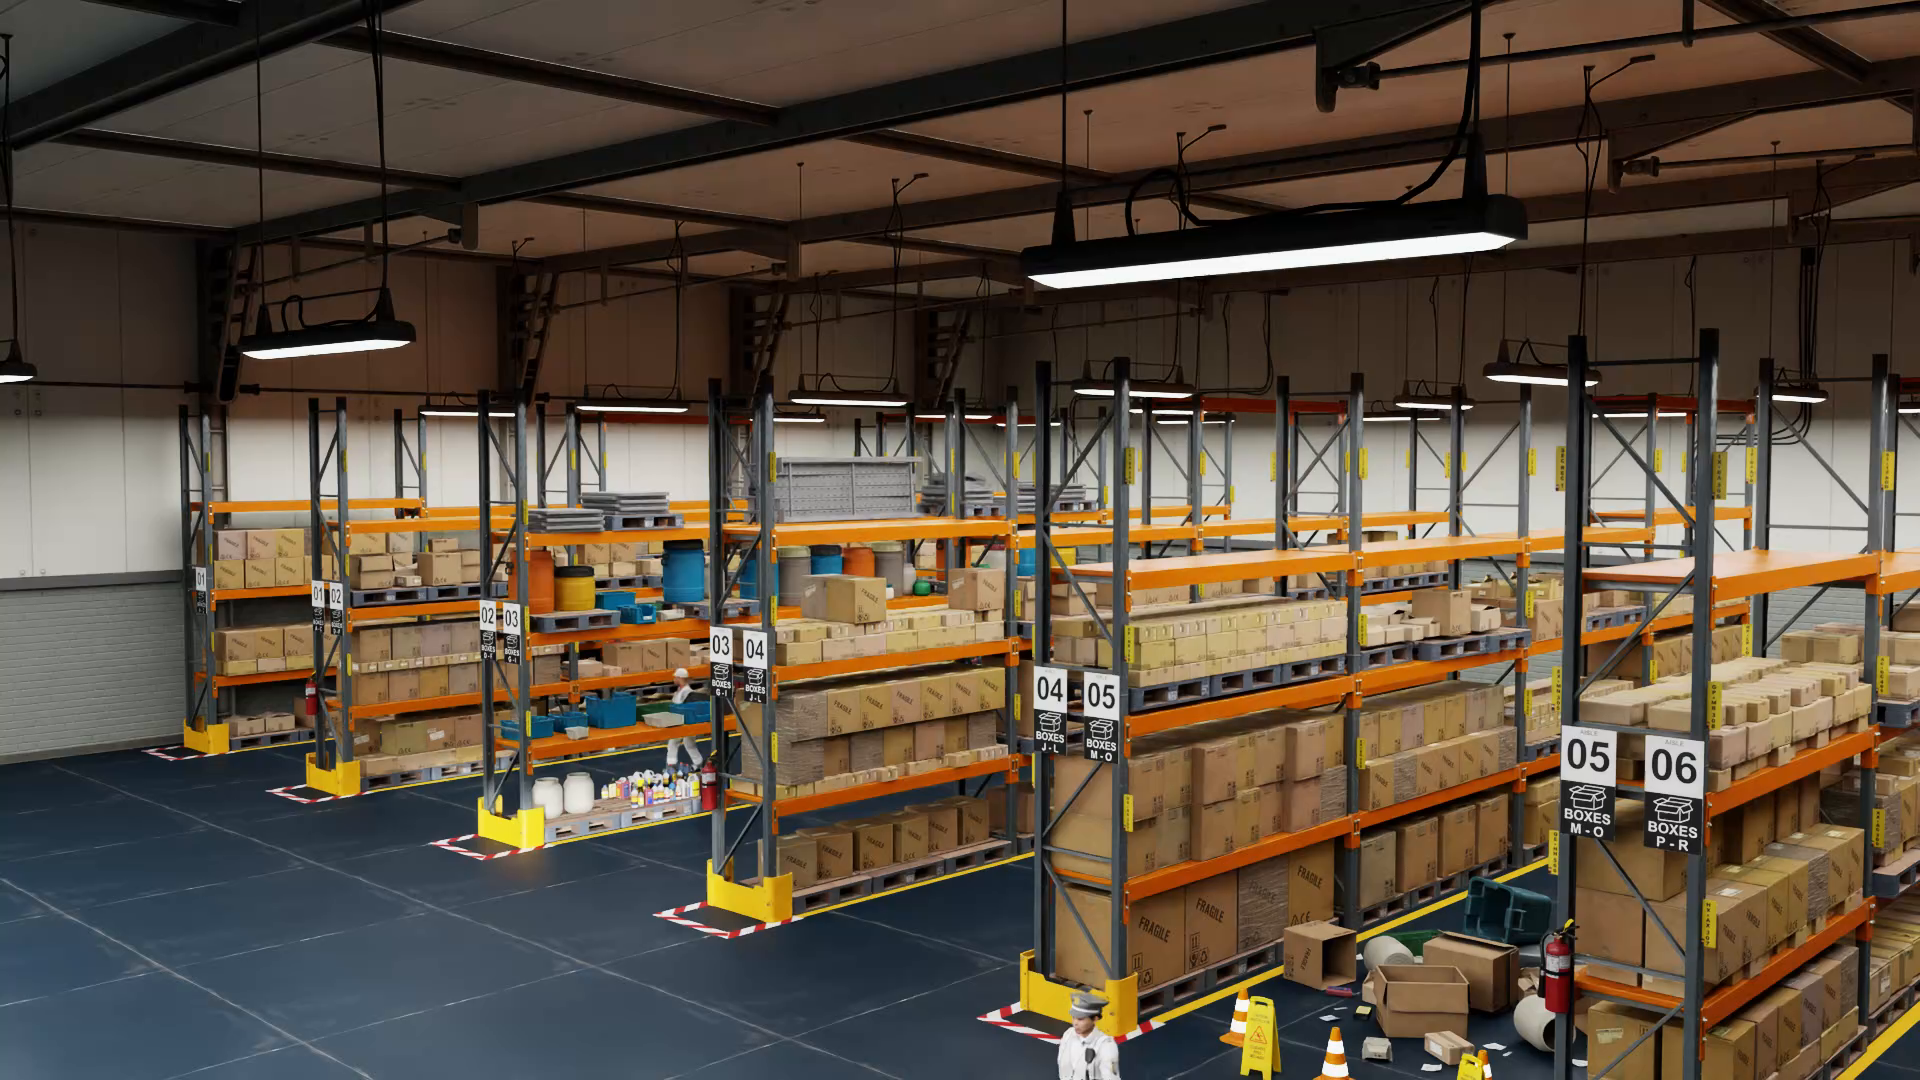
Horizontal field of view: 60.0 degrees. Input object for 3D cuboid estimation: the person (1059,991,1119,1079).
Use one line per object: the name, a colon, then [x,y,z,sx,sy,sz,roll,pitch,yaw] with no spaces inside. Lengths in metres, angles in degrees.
person: [0.784,3.759,10.751,0.722,1.662,0.532,-3,4,-43]

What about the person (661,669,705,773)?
person: [-4.410,2.901,26.037,0.873,1.760,0.576,-1,3,-20]

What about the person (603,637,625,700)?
person: [-6.730,2.628,32.341,0.560,1.718,0.736,1,3,14]
